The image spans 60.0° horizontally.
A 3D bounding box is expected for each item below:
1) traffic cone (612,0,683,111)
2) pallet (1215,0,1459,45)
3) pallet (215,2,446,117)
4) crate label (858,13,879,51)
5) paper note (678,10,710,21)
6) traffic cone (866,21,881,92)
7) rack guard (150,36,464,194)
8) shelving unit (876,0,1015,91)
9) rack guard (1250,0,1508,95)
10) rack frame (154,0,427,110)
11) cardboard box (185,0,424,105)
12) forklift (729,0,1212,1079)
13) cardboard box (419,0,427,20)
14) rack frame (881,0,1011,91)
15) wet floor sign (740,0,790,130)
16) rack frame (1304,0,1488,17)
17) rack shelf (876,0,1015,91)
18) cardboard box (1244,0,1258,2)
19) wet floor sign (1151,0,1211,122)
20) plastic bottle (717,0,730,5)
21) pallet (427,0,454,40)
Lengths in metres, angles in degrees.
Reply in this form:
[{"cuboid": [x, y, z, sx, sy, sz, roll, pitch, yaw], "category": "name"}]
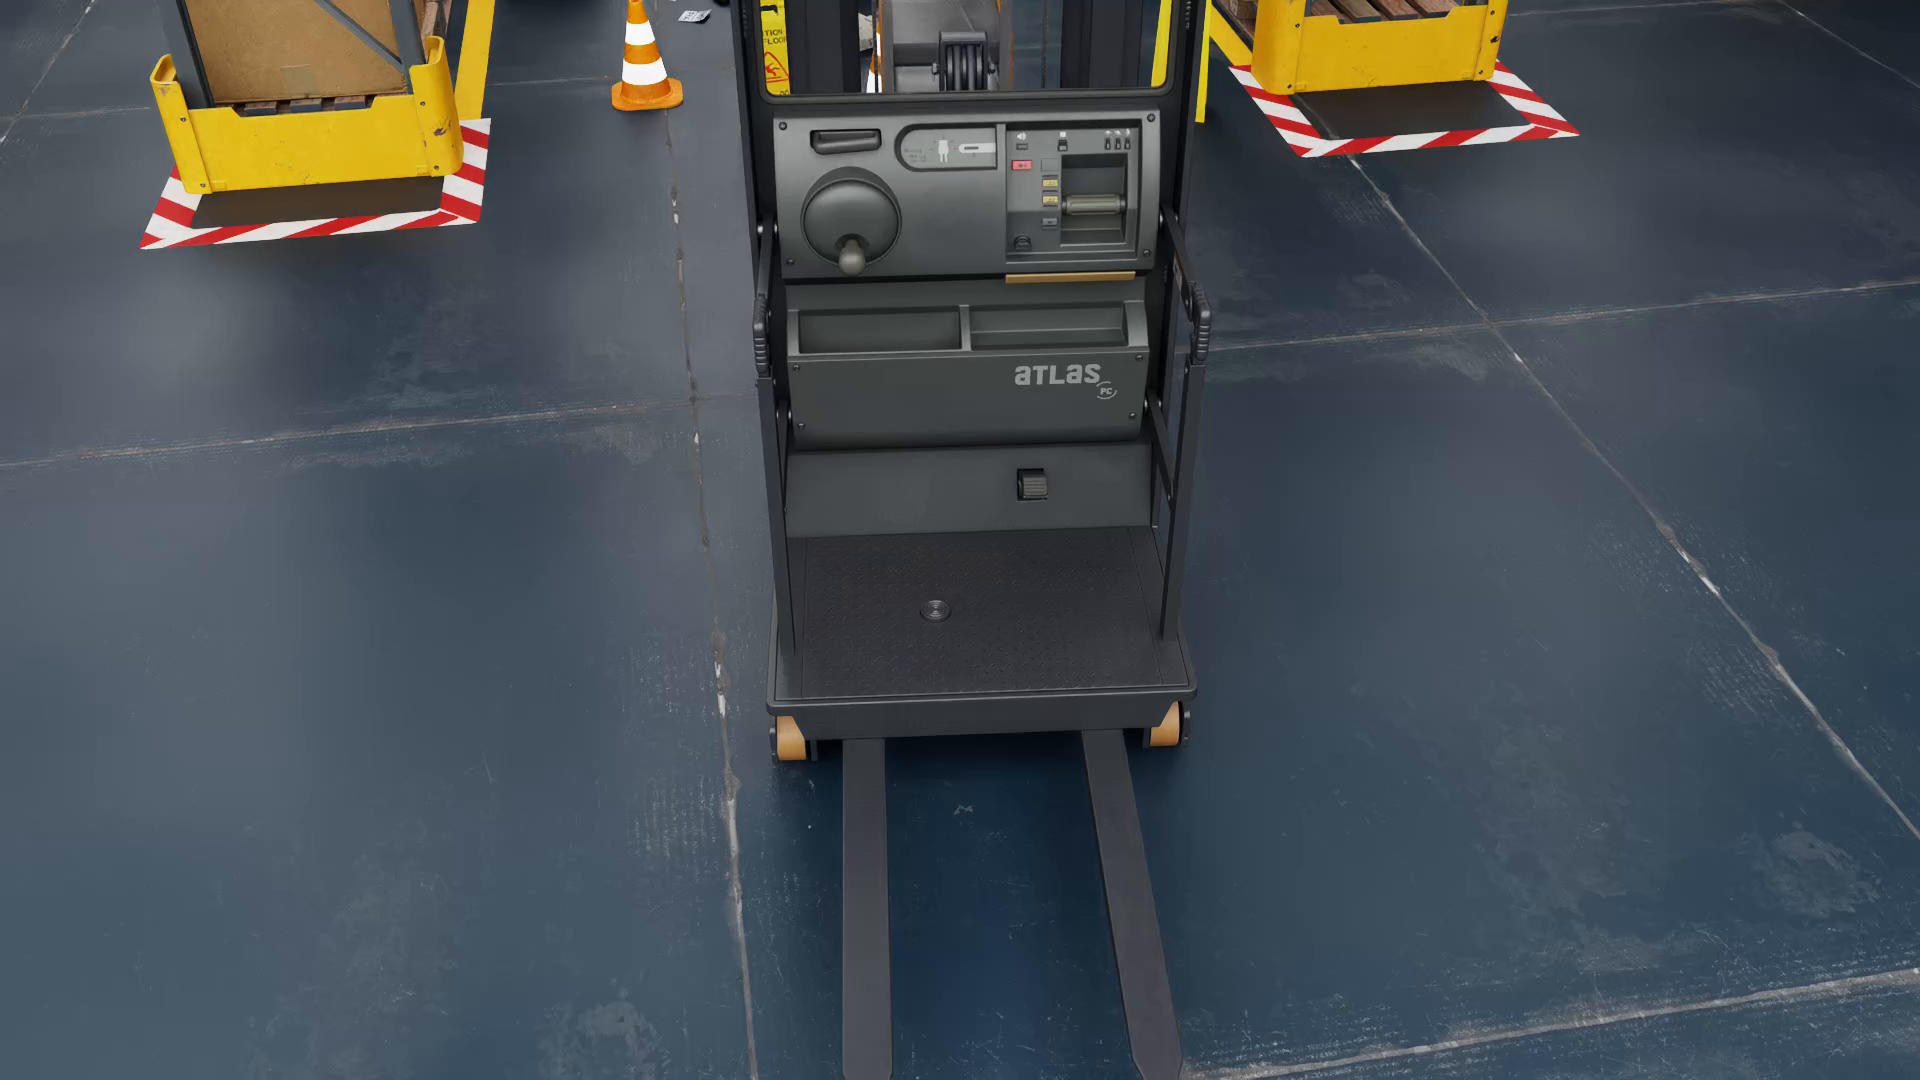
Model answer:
[{"cuboid": [-1.505, -2.322, 7.861, 0.336, 0.463, 0.334, -6, 38, -8], "category": "traffic cone"}, {"cuboid": [1.925, -2.883, 8.788, 1.003, 0.211, 1.213, -6, 38, -8], "category": "pallet"}, {"cuboid": [-3.027, -2.223, 7.940, 1.003, 0.211, 1.213, -6, 38, -8], "category": "pallet"}, {"cuboid": [-0.531, -2.577, 8.456, 0.250, 0.136, 0.298, -27, 45, -31], "category": "crate label"}, {"cuboid": [-1.406, -2.781, 8.807, 0.144, 0.017, 0.142, 6, 38, 8], "category": "paper note"}, {"cuboid": [-0.333, -2.238, 7.753, 0.336, 0.463, 0.334, -6, 38, -8], "category": "traffic cone"}, {"cuboid": [-2.805, -1.848, 7.222, 1.175, 0.500, 0.348, -6, 38, -8], "category": "rack guard"}, {"cuboid": [-0.056, -1.531, 5.509, 0.431, 2.100, 0.503, -2, 38, -2], "category": "shelving unit"}, {"cuboid": [2.033, -2.502, 8.063, 1.175, 0.500, 0.348, -6, 38, -8], "category": "rack guard"}, {"cuboid": [-2.810, -2.850, 6.474, 1.000, 3.000, 0.127, -6, 38, -8], "category": "rack frame"}, {"cuboid": [-2.994, -2.579, 7.515, 0.875, 0.875, 0.875, -6, 38, -8], "category": "cardboard box"}, {"cuboid": [0.034, -0.771, 3.854, 1.130, 2.935, 3.031, -2, 38, -2], "category": "forklift"}, {"cuboid": [-3.150, -3.111, 8.198, 0.875, 0.875, 0.875, -7, 38, -9], "category": "cardboard box"}, {"cuboid": [-0.042, -1.381, 5.317, 0.400, 2.100, 0.015, -2, 38, -2], "category": "rack frame"}, {"cuboid": [-0.855, -2.116, 7.447, 0.267, 0.644, 0.232, -13, 40, -16], "category": "wet floor sign"}, {"cuboid": [2.046, -3.443, 7.237, 1.000, 3.000, 0.127, -6, 38, -8], "category": "rack frame"}, {"cuboid": [-0.056, -1.520, 5.517, 0.431, 0.518, 0.480, -2, 38, -2], "category": "rack shelf"}, {"cuboid": [1.635, -2.997, 8.562, 0.500, 0.250, 0.500, -6, 38, -8], "category": "cardboard box"}, {"cuboid": [1.026, -2.284, 7.664, 0.267, 0.644, 0.232, 6, 38, 8], "category": "wet floor sign"}, {"cuboid": [-1.298, -2.998, 9.059, 0.133, 0.061, 0.283, -20, 42, -23], "category": "plastic bottle"}, {"cuboid": [-3.237, -2.959, 8.886, 1.003, 0.211, 1.213, -6, 38, -8], "category": "pallet"}]
